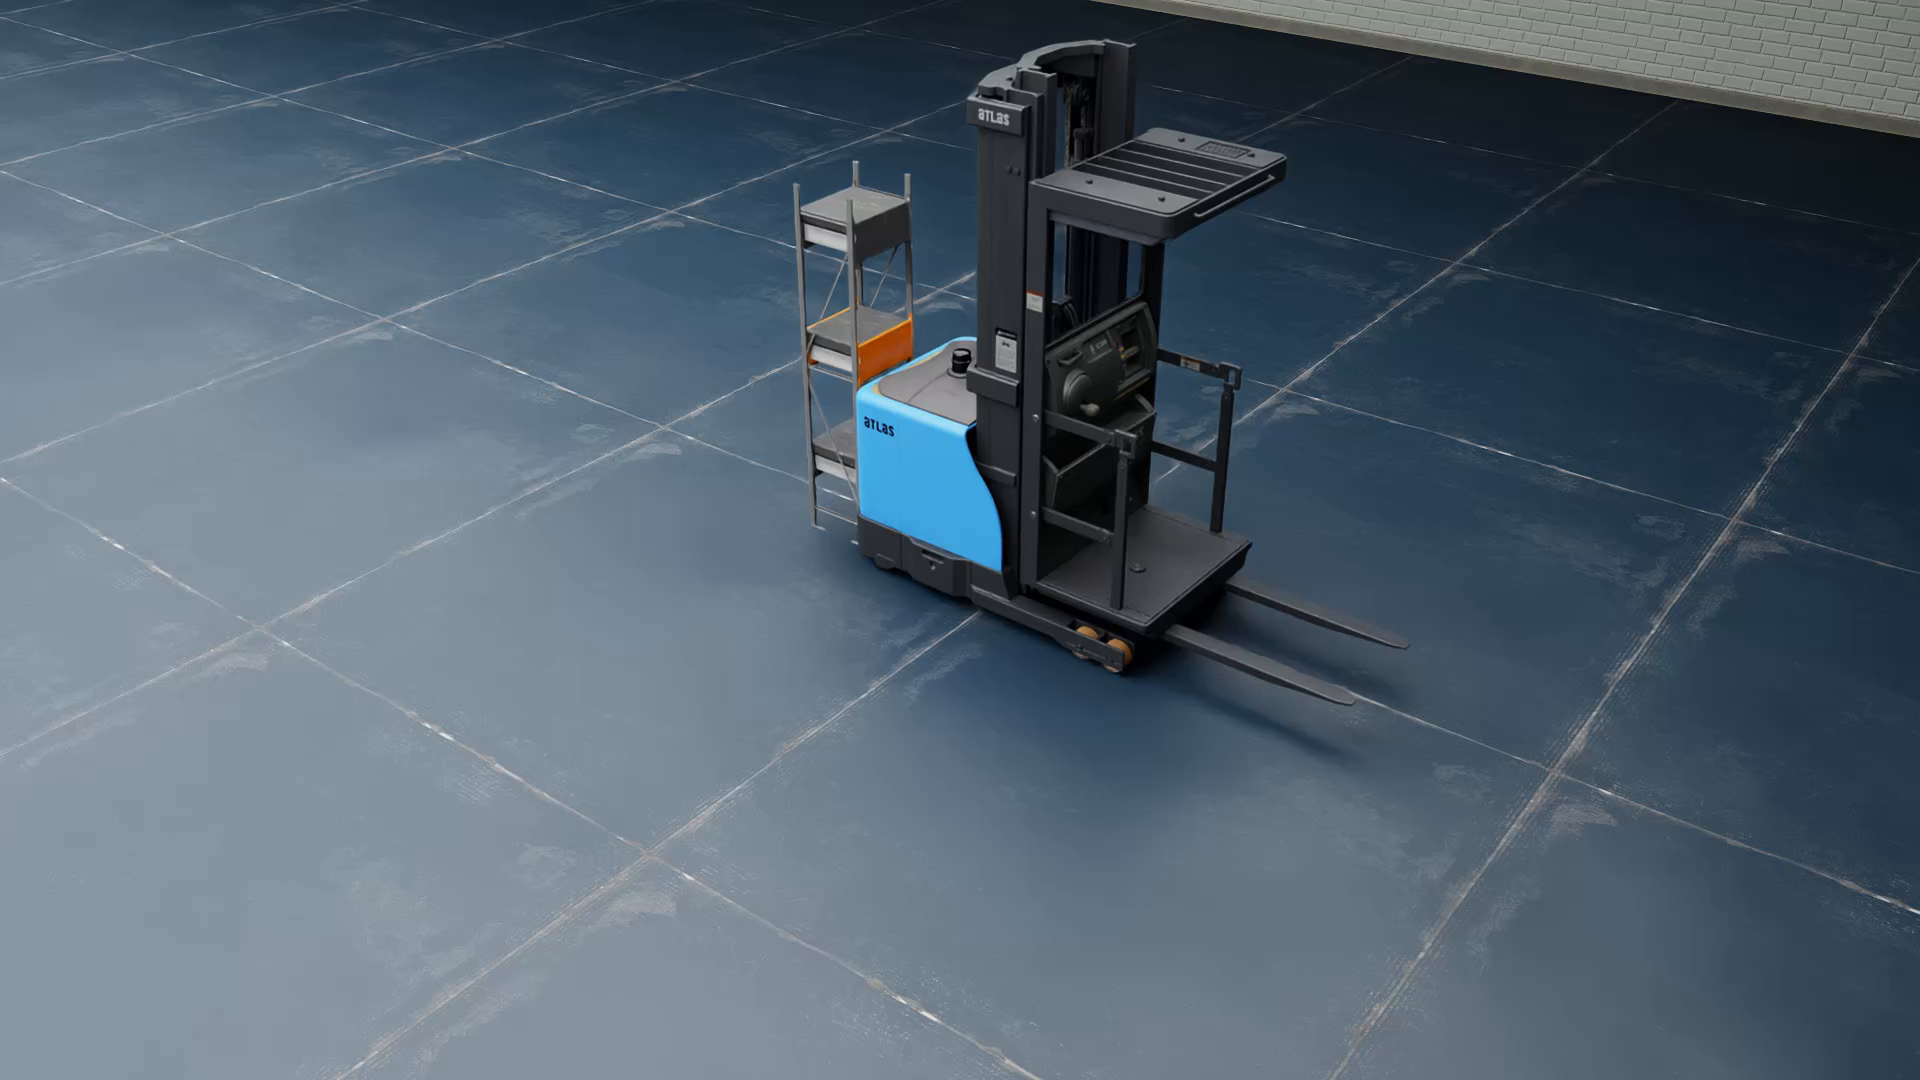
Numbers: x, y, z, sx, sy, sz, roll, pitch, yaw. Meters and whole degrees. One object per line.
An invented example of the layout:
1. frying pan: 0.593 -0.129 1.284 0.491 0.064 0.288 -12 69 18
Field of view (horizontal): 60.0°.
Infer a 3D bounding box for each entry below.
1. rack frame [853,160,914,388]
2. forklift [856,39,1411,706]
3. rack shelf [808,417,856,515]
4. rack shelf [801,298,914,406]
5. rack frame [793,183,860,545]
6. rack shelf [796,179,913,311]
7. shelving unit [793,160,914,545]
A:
1. rack frame: -0.427 -1.124 9.587 0.400 2.100 0.015 21 37 31
2. forklift: 0.890 -0.885 8.368 3.031 2.935 1.130 22 37 32
3. rack shelf: -0.574 -0.411 9.783 0.431 0.518 0.480 21 37 31
4. rack shelf: -0.574 -1.013 9.426 0.431 0.518 0.480 21 37 31
5. rack frame: -0.721 -0.925 9.252 0.400 2.100 0.015 21 37 31
6. rack shelf: -0.574 -1.615 9.070 0.431 0.518 0.480 21 37 31
7. shelving unit: -0.574 -1.025 9.419 0.431 2.100 0.503 21 37 31
